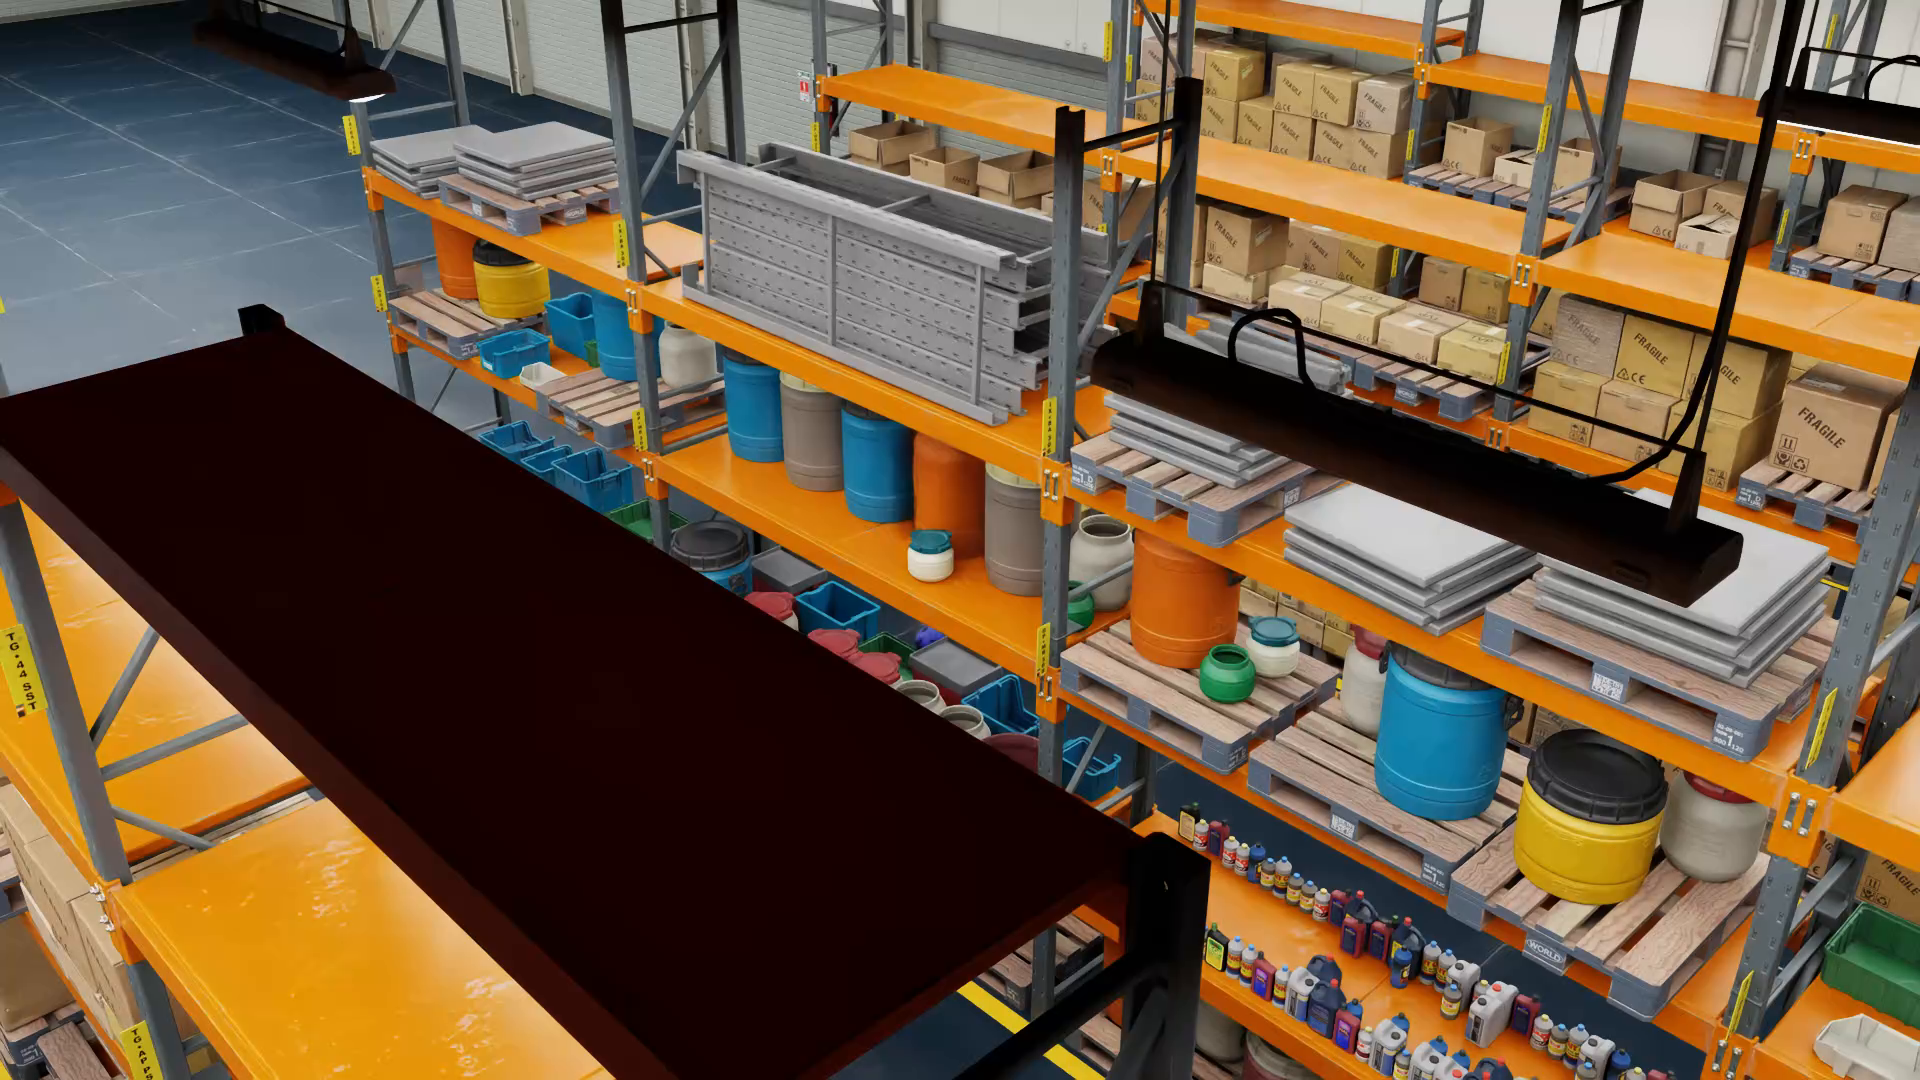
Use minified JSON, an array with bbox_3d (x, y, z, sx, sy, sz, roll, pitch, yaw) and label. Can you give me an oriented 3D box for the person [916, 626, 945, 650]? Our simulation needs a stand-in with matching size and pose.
[{"bbox_3d":[-0.183,1.082,13.133,0.526,1.611,0.934,-23,36,-37],"label":"person"}]
